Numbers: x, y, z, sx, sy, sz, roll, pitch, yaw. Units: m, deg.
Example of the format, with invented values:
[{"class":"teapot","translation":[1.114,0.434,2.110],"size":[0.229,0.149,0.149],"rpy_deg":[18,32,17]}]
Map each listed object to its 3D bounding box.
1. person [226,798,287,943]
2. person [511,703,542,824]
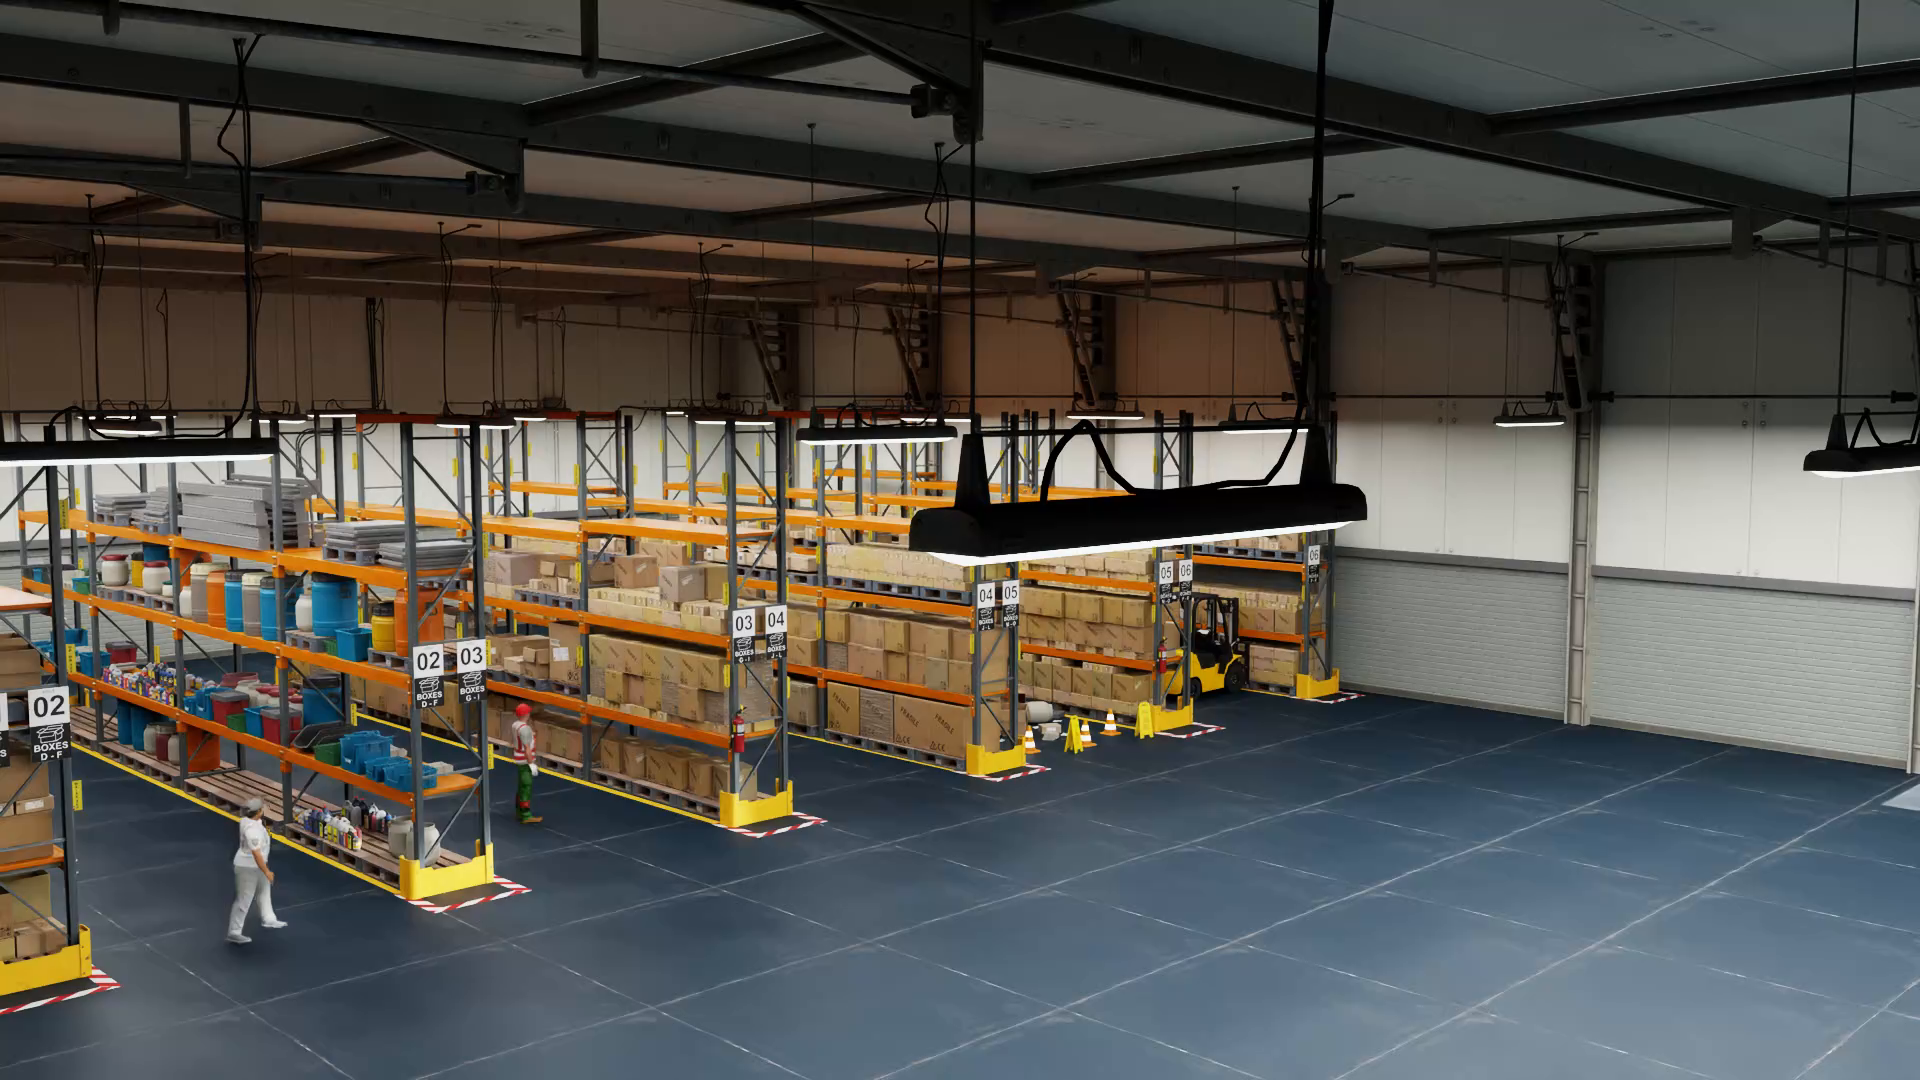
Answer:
[{"class":"person","translation":[-8.260,3.829,19.469],"size":[0.629,1.667,0.693],"rpy_deg":[-2,5,-19]},{"class":"person","translation":[-6.433,3.315,24.666],"size":[0.422,1.821,0.614],"rpy_deg":[-1,5,-17]}]
